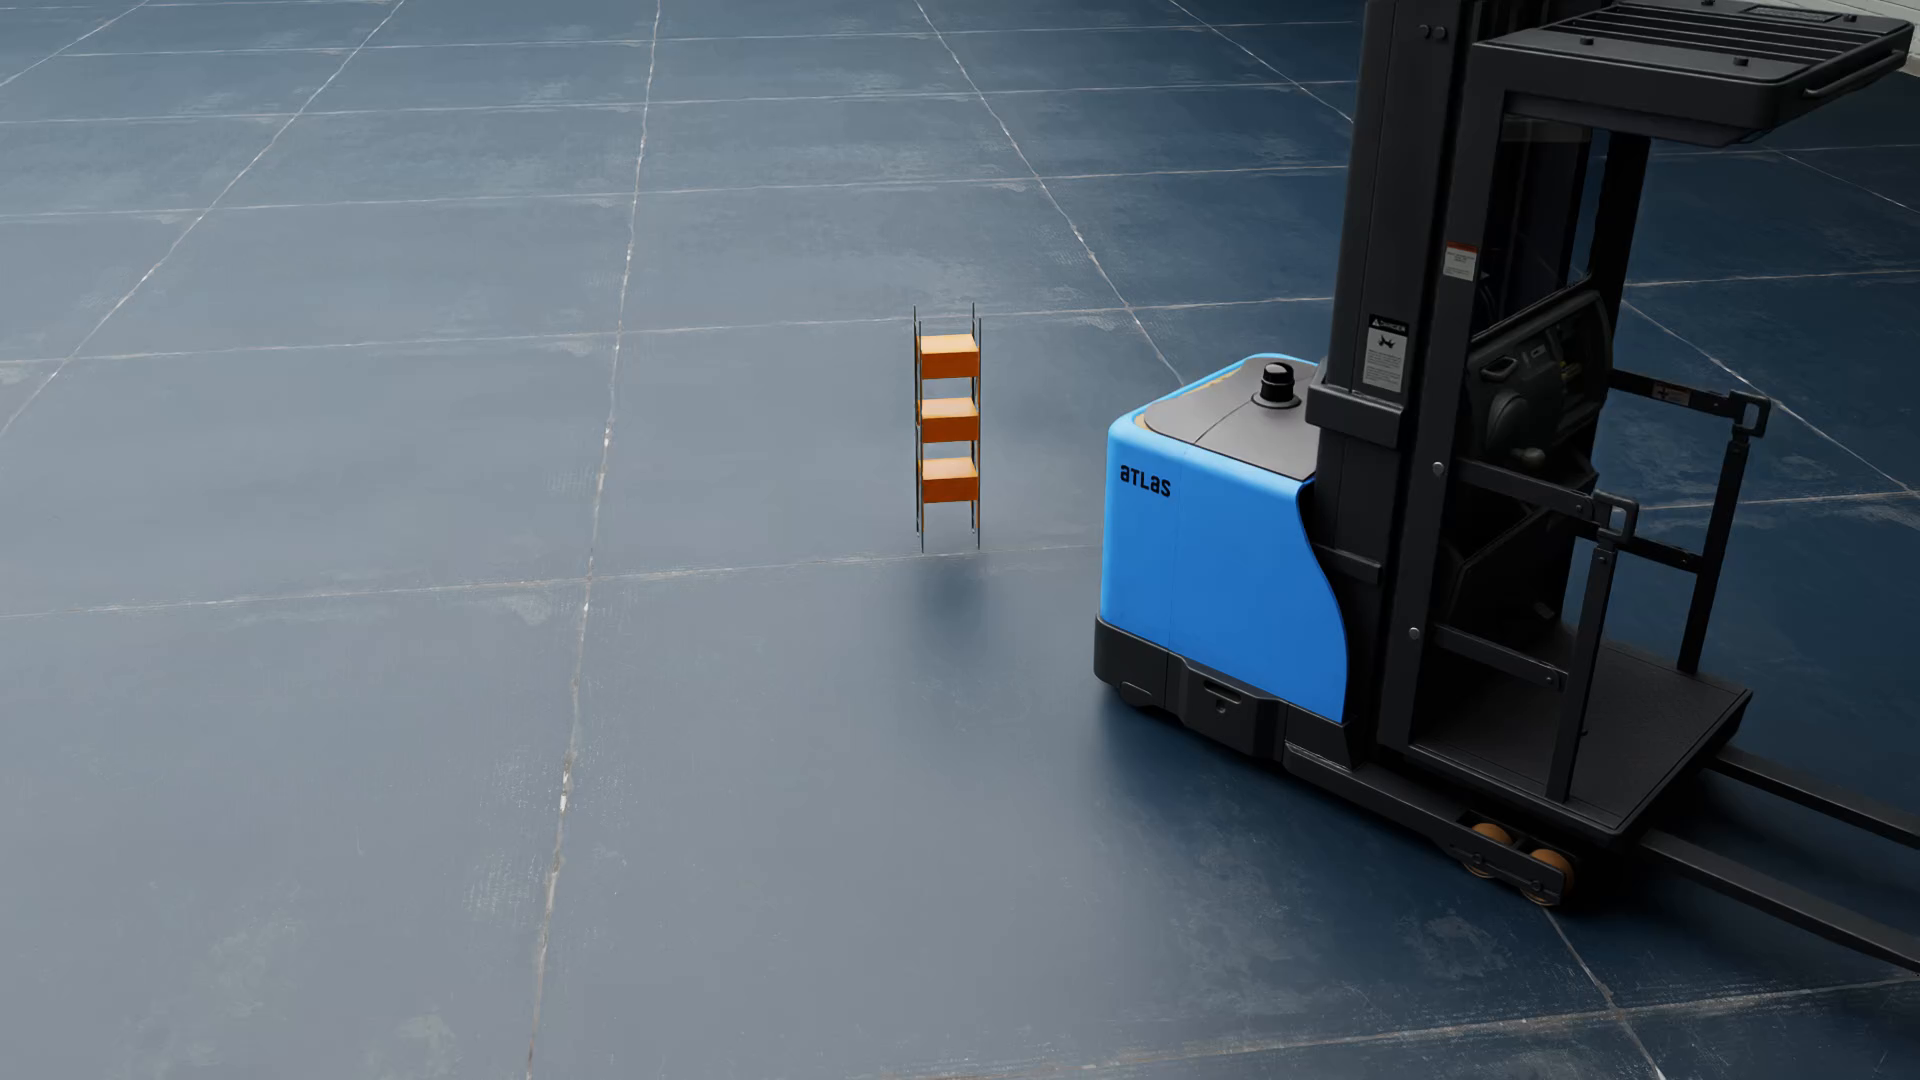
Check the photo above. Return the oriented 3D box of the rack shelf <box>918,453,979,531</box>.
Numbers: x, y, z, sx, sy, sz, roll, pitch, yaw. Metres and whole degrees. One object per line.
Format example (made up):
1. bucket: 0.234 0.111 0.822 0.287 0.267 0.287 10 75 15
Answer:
1. rack shelf: -0.053 -0.207 7.135 0.240 0.259 0.215 -4 27 -7

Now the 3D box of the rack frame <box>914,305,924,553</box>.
1. rack frame: -0.174 -0.456 6.989 0.008 1.050 0.200 -4 27 -7

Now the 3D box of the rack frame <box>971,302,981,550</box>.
1. rack frame: 0.068 -0.471 7.019 0.008 1.050 0.200 -4 27 -7

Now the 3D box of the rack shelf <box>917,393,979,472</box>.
1. rack shelf: -0.053 -0.454 7.009 0.240 0.259 0.215 -4 27 -7

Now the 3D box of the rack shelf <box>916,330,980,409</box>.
1. rack shelf: -0.053 -0.707 6.879 0.240 0.259 0.215 -4 27 -7

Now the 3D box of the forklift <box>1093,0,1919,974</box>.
1. forklift: 1.918 -0.460 4.936 3.031 2.935 1.130 23 35 37

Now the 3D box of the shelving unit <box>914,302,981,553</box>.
1. shelving unit: -0.053 -0.464 7.004 0.252 1.050 0.215 -4 27 -7
